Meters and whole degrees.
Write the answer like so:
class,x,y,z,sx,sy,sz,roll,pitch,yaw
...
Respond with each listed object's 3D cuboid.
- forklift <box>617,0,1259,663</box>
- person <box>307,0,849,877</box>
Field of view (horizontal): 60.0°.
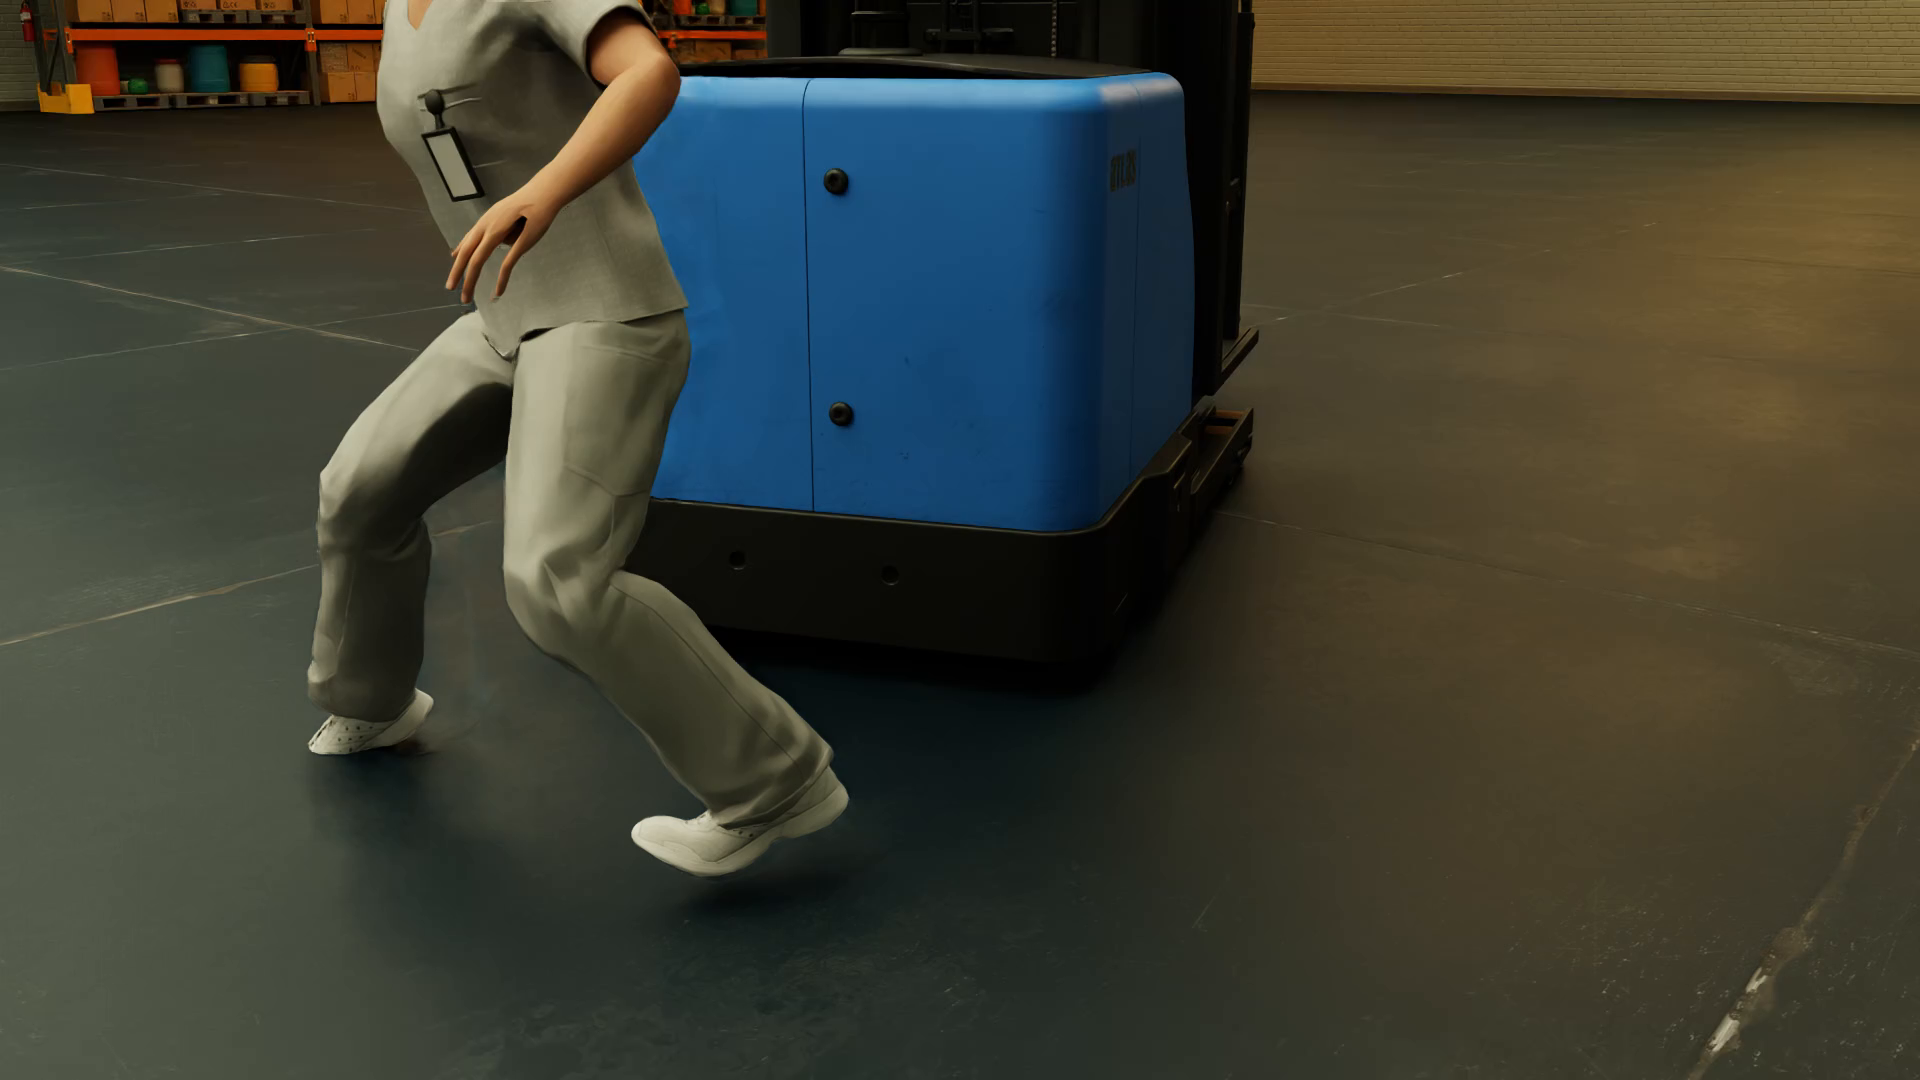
class,x,y,z,sx,sy,sz,roll,pitch,yaw
forklift,0.182,-1.571,4.072,1.130,2.935,3.031,5,18,17
person,-0.650,-0.266,2.377,0.525,1.615,1.001,-13,21,-37
